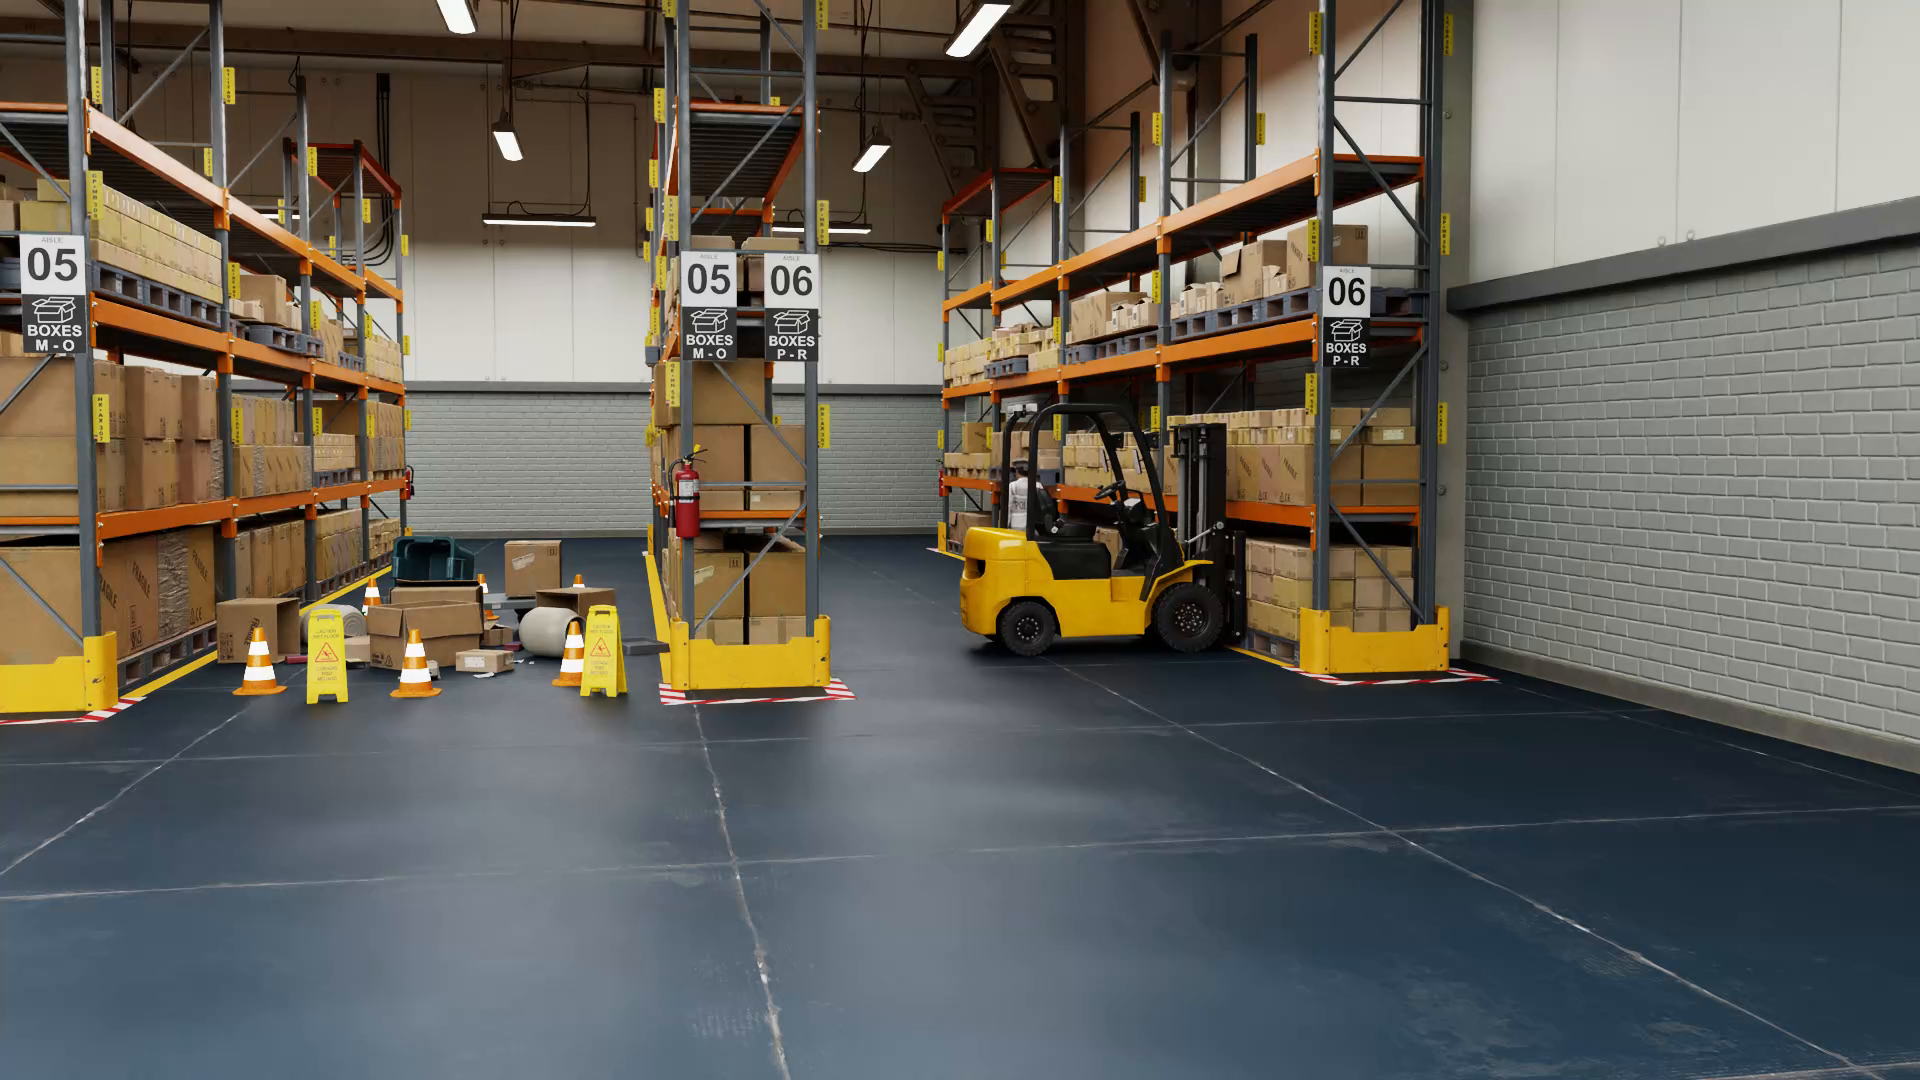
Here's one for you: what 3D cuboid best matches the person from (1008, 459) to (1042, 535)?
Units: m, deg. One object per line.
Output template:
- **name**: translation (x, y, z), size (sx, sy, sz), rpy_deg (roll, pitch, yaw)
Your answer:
- **person**: translation (0.712, -0.086, 18.835), size (0.476, 1.659, 0.338), rpy_deg (-1, 3, -10)
